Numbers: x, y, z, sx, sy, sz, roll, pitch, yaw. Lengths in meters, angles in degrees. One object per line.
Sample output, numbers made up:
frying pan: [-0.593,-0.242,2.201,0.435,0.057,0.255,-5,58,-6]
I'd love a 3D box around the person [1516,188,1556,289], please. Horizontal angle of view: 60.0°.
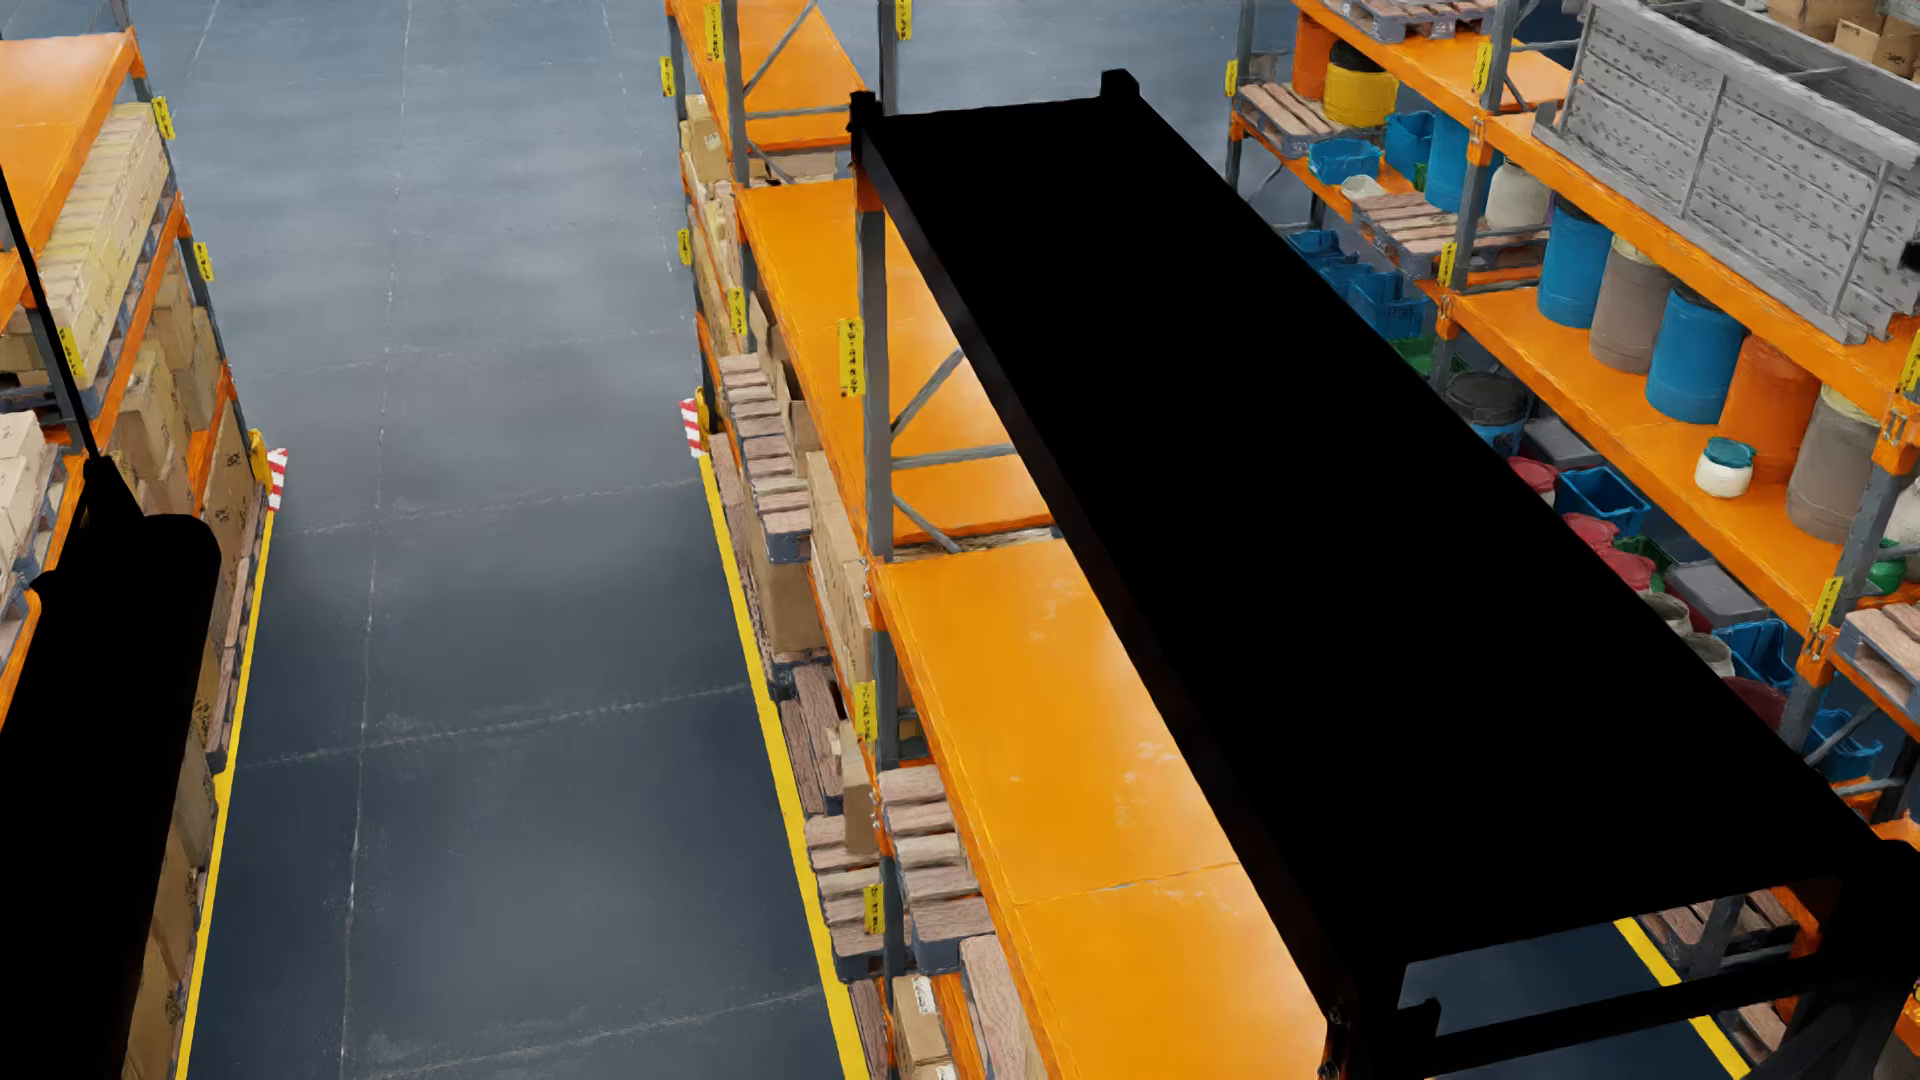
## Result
person: [6.208,-3.356,17.582,0.463,1.586,0.575,20,39,27]
